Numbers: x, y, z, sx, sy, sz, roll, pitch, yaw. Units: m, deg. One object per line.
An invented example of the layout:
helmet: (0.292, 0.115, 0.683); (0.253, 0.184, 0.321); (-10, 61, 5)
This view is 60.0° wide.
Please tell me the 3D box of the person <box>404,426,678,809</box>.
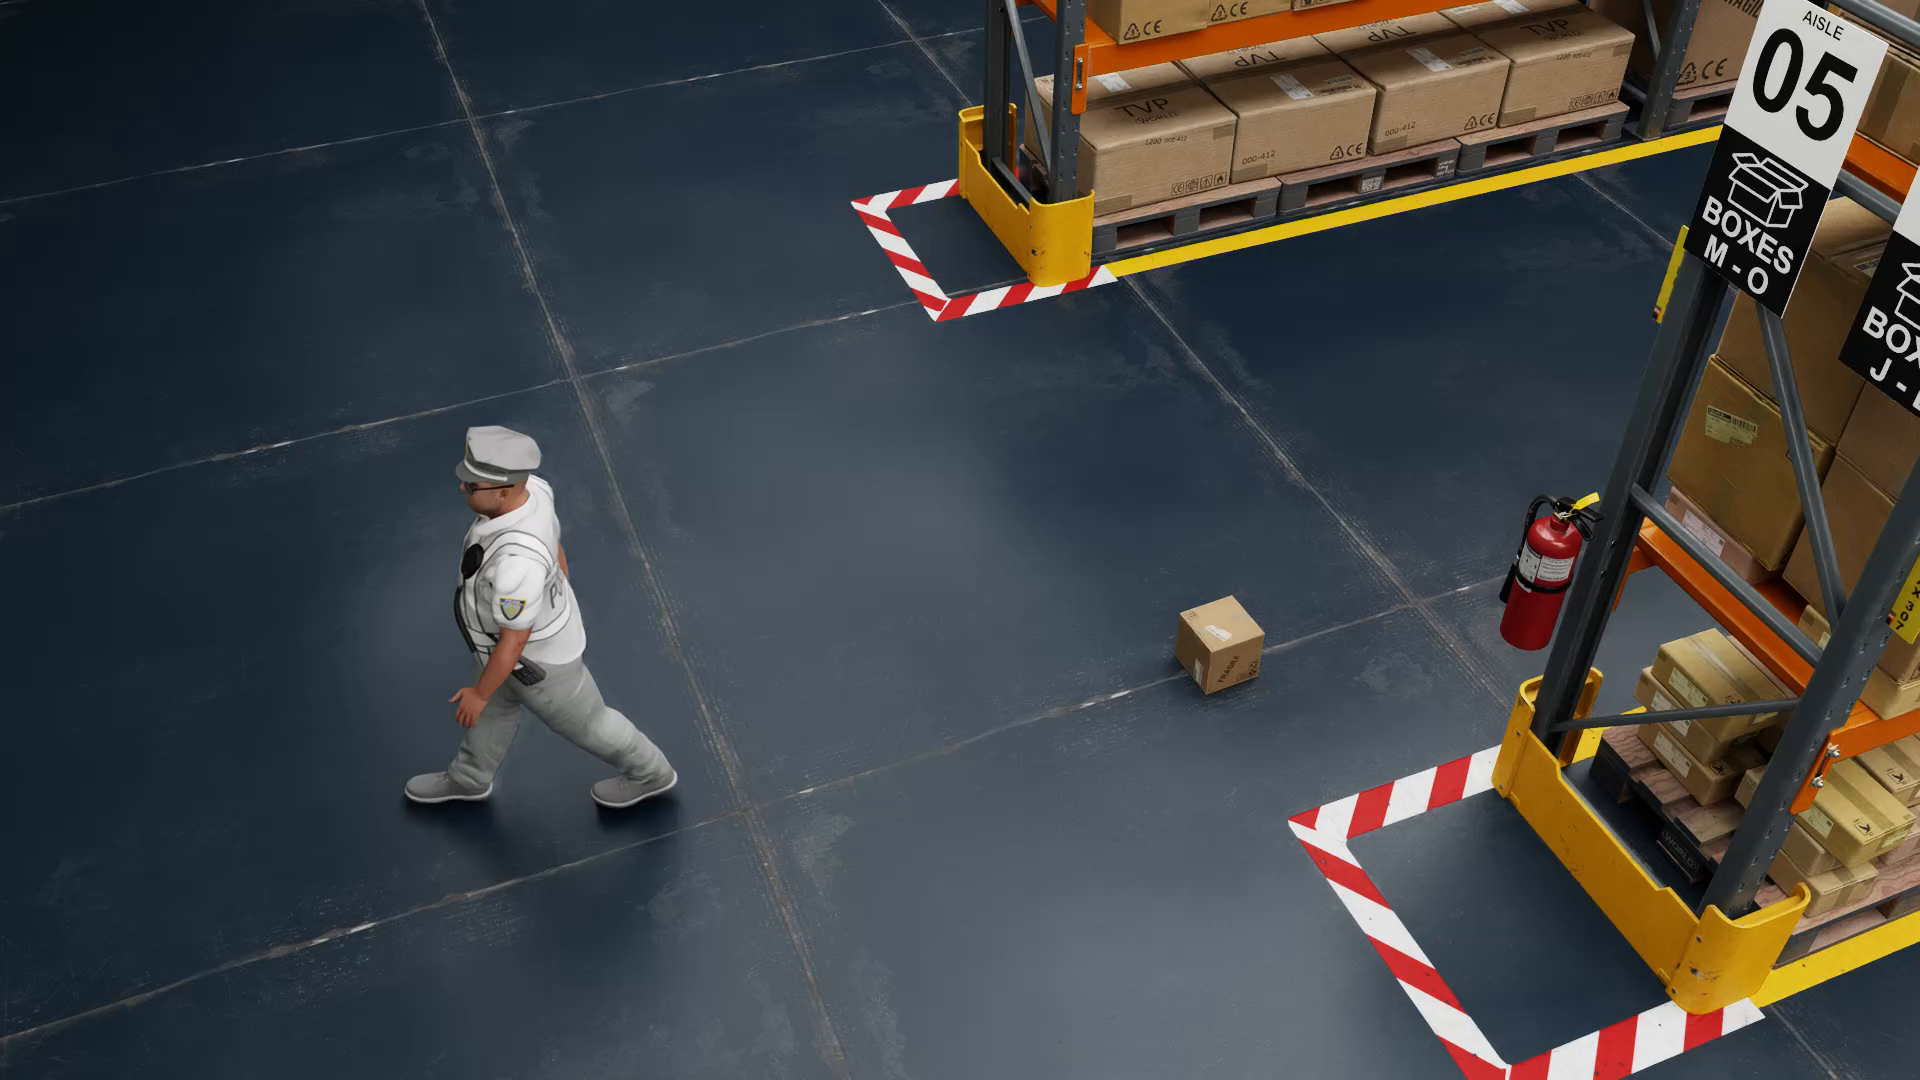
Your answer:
person: (-1.580, 0.347, 5.727); (1.001, 1.713, 0.572); (-10, 42, -11)
